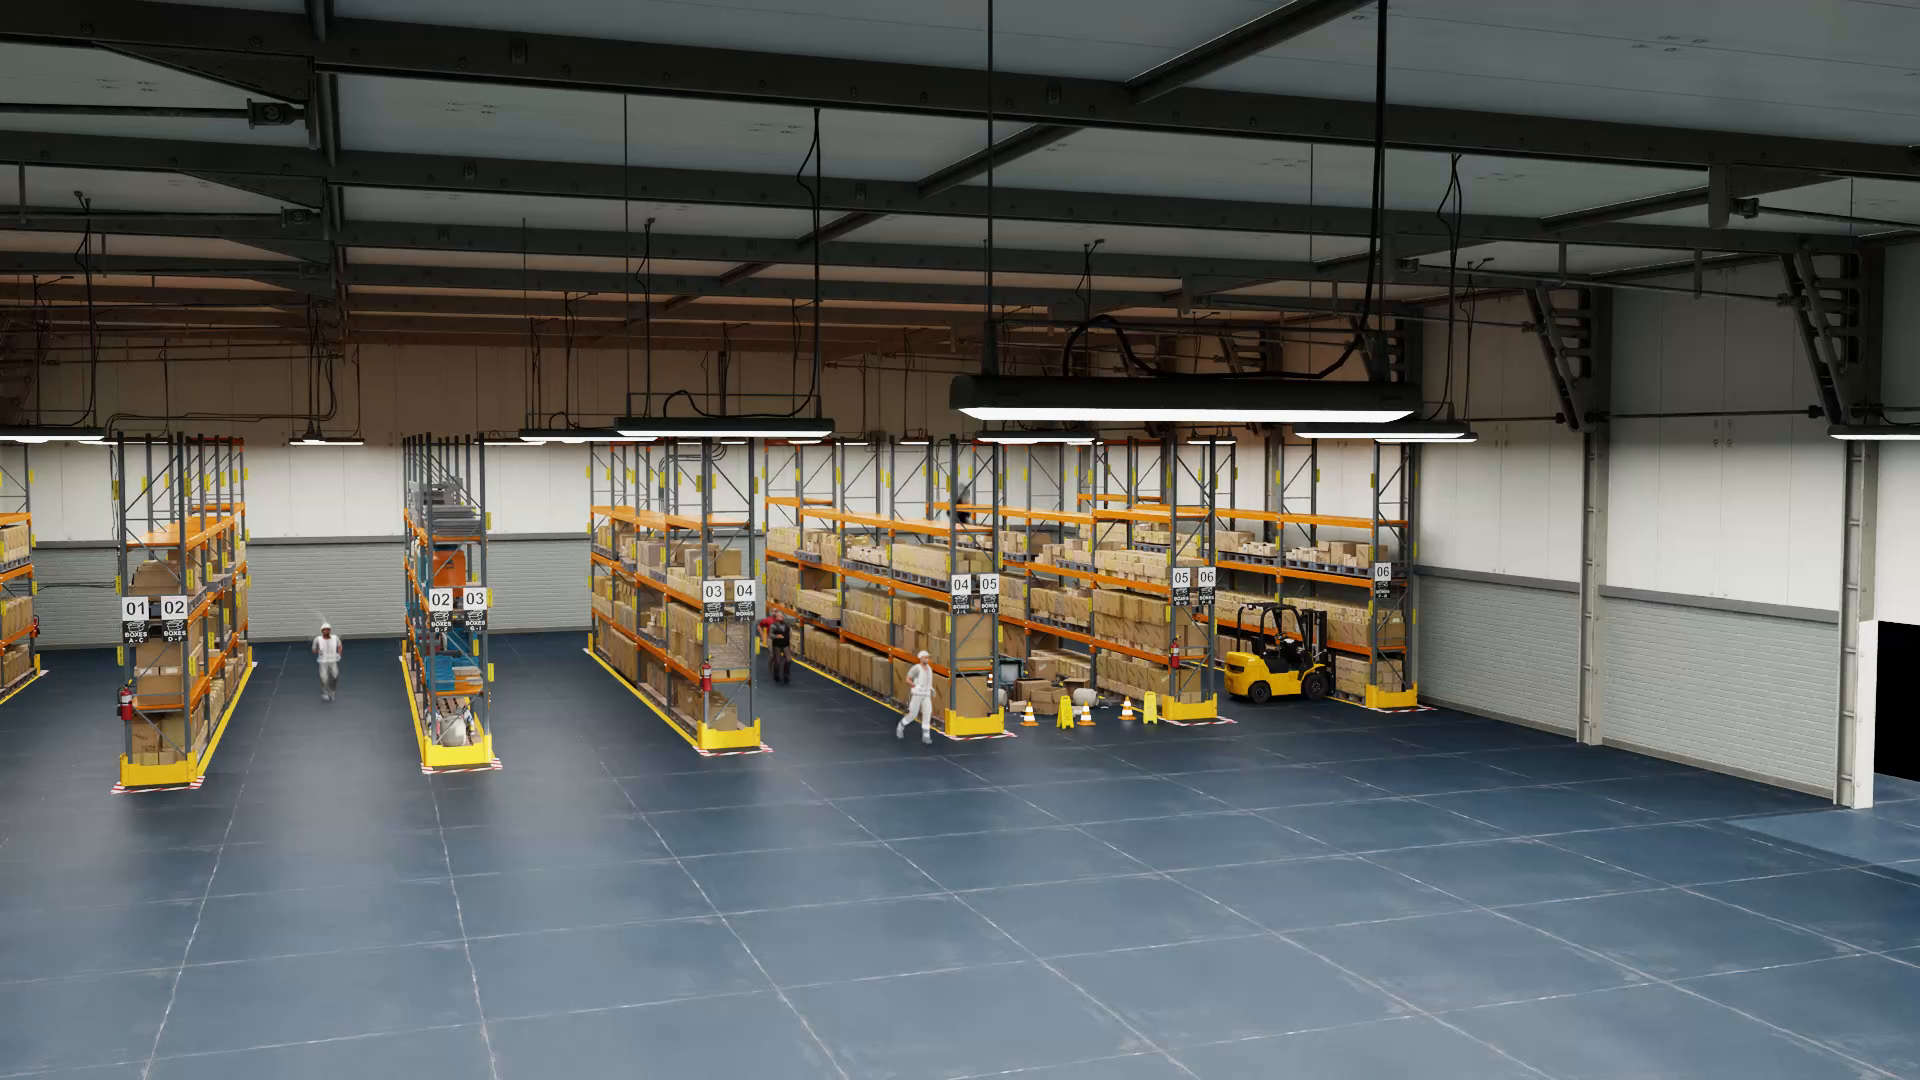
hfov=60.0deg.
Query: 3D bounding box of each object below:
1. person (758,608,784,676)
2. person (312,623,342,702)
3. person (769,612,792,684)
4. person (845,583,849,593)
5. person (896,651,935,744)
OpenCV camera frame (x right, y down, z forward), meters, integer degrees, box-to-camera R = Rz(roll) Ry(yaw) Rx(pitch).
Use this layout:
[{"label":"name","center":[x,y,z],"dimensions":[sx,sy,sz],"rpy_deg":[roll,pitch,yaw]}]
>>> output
[{"label":"person","center":[-4.653,2.556,41.728],"dimensions":[0.652,1.718,0.648],"rpy_deg":[-2,4,-34]},{"label":"person","center":[-14.211,2.766,37.402],"dimensions":[0.662,1.767,0.633],"rpy_deg":[-2,4,-28]},{"label":"person","center":[-4.354,2.637,40.412],"dimensions":[0.635,1.767,0.756],"rpy_deg":[-1,3,-25]},{"label":"person","center":[-3.513,2.134,50.356],"dimensions":[0.682,1.661,0.549],"rpy_deg":[-1,3,-19]},{"label":"person","center":[-0.728,3.035,32.326],"dimensions":[0.717,1.751,0.985],"rpy_deg":[-3,4,-39]}]
